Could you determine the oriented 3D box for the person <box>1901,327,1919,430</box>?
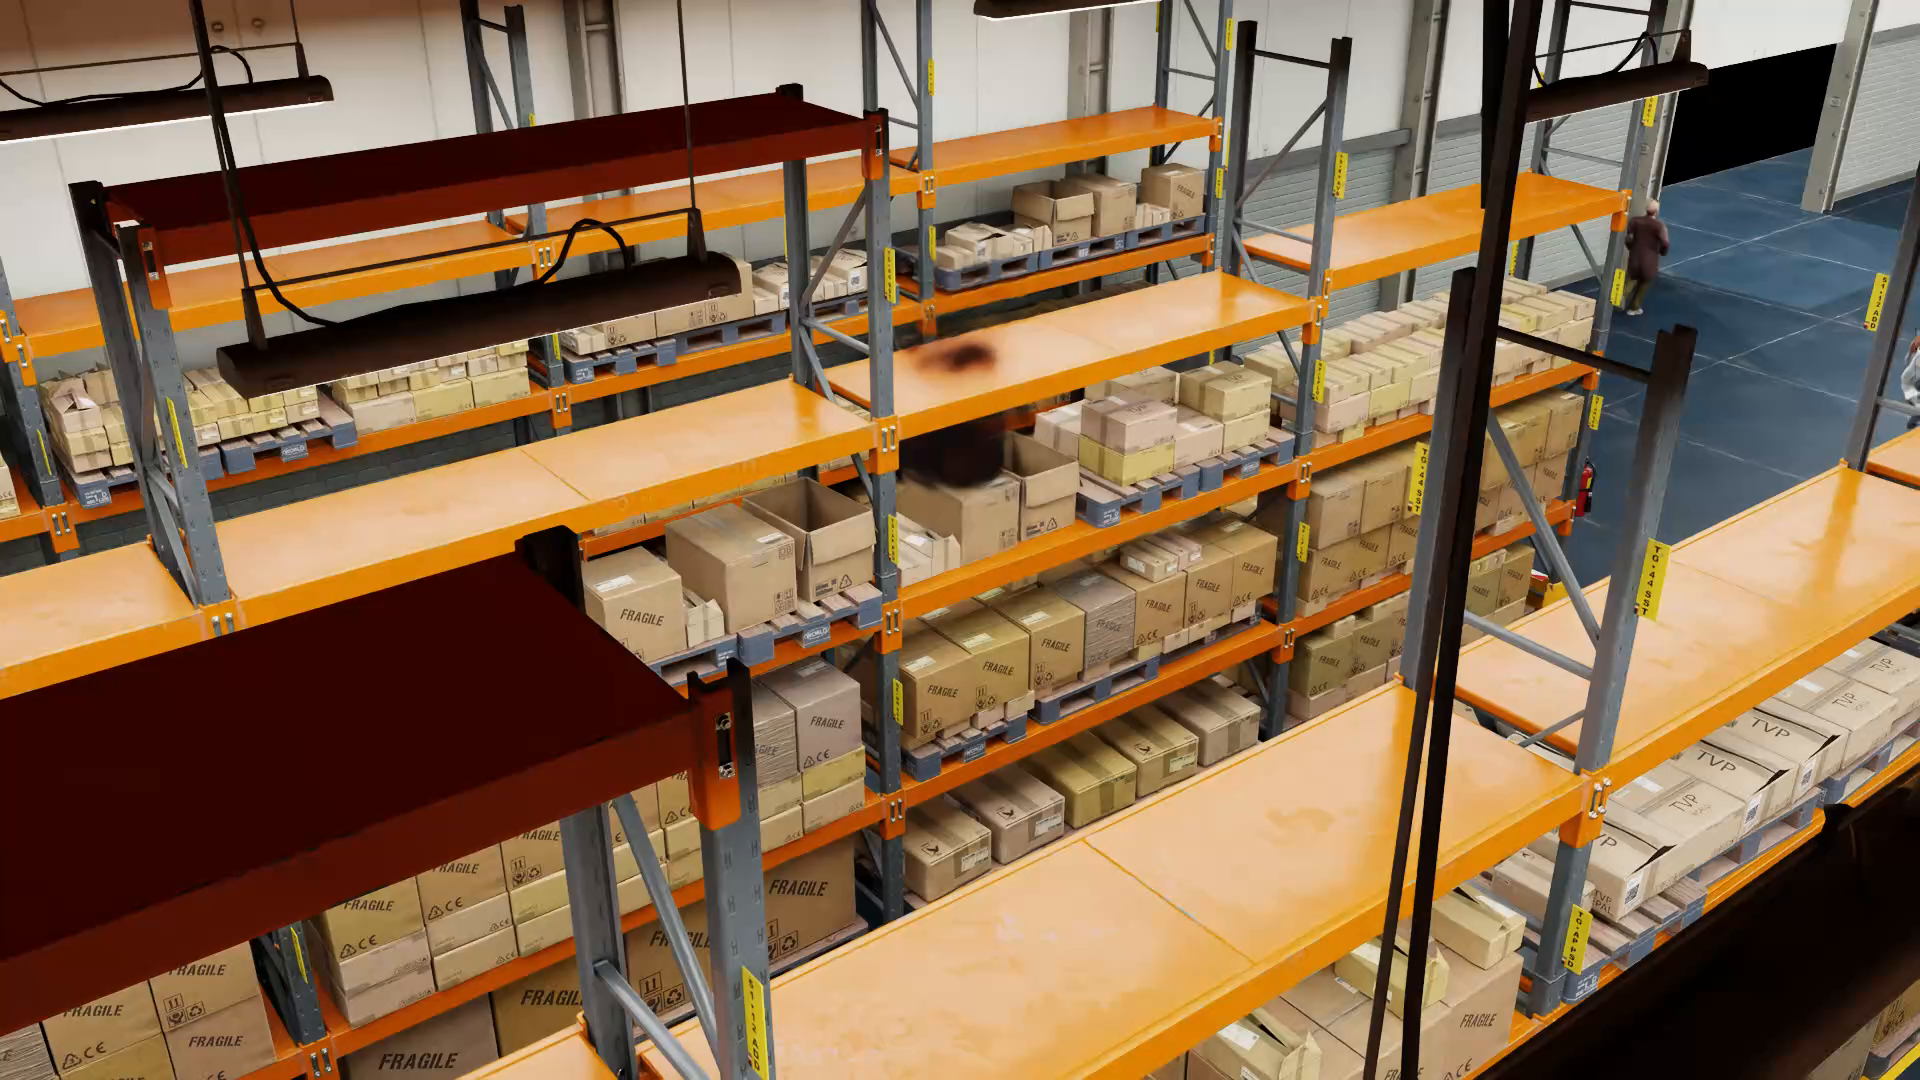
[{"bbox_3d":[11.992,-2.186,20.591,0.670,1.742,0.530,4,26,9],"label":"person"}]

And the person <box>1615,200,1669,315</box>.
[{"bbox_3d":[10.093,-4.145,24.601,0.639,1.746,0.721,-23,34,-39],"label":"person"}]
